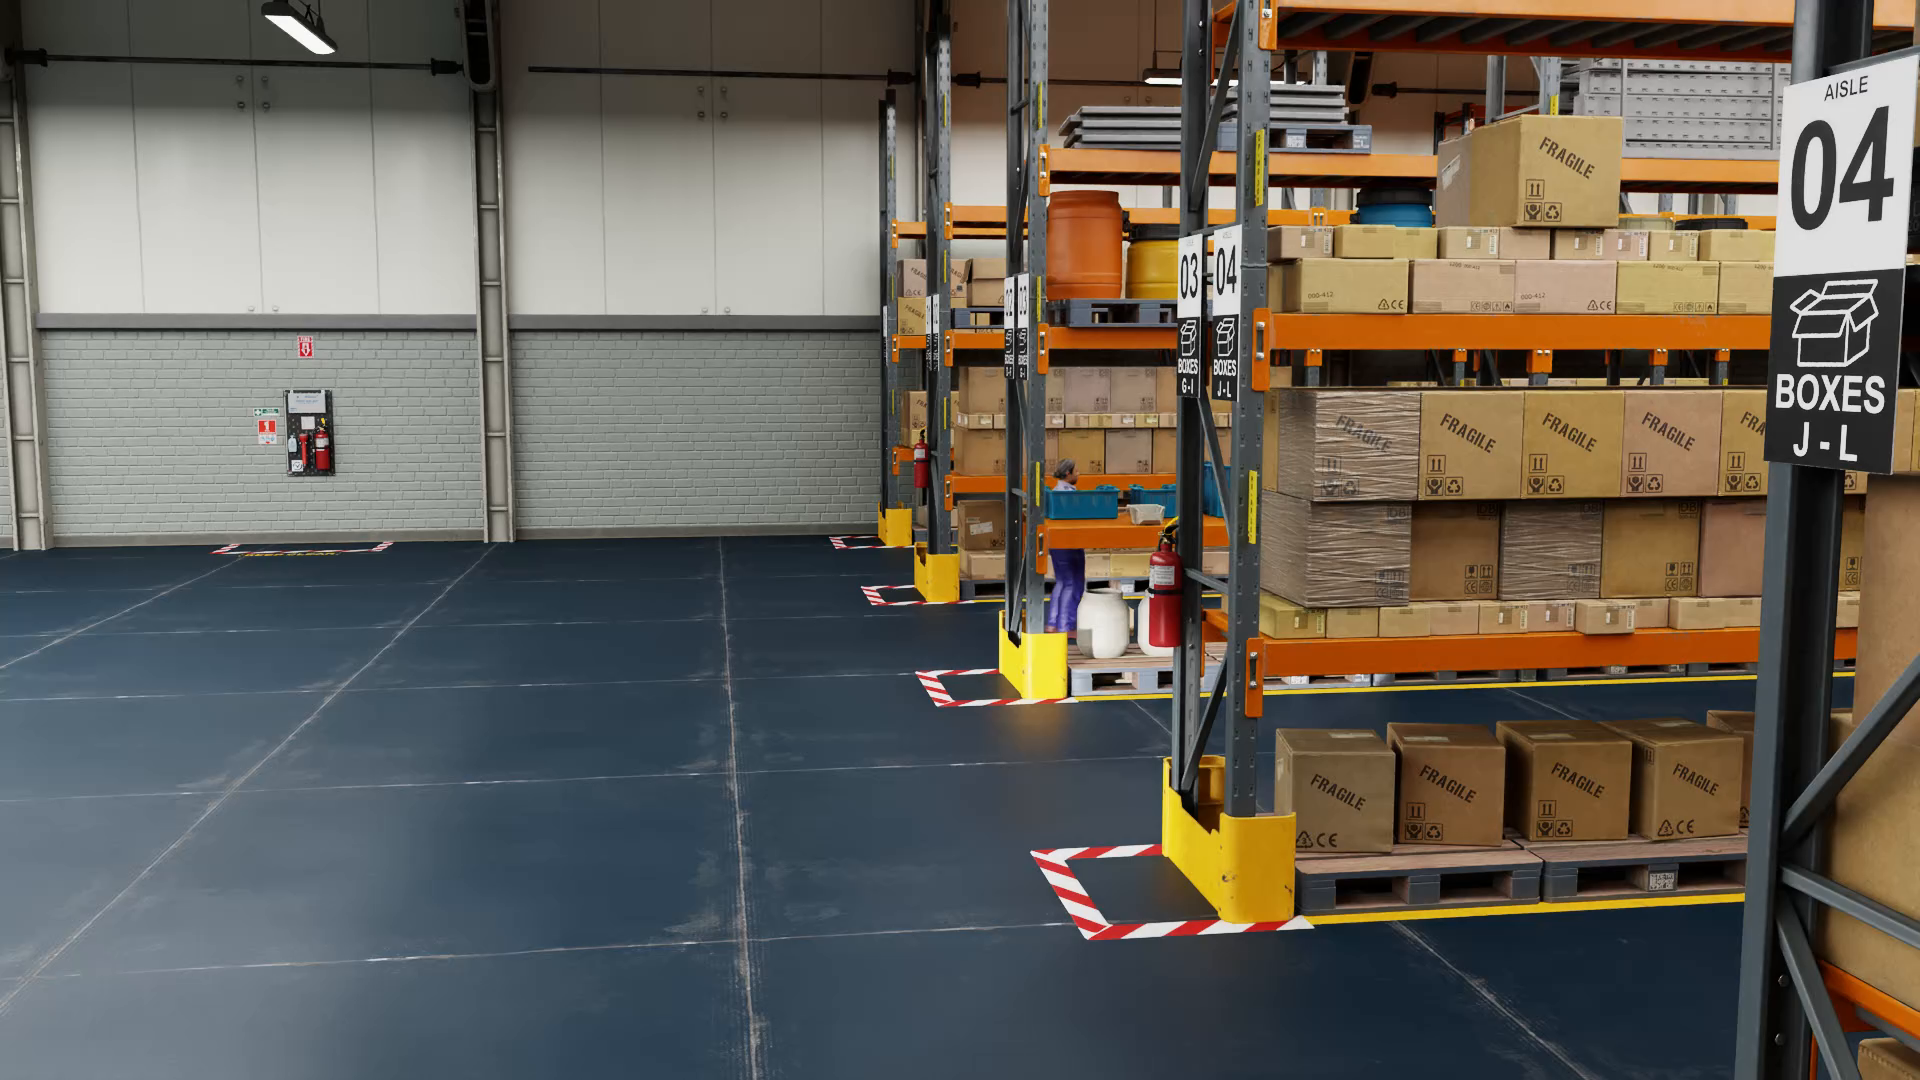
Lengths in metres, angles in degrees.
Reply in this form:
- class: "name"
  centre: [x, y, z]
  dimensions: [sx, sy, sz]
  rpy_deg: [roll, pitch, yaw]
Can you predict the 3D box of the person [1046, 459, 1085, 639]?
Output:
- class: "person"
  centre: [0.993, 0.083, 15.307]
  dimensions: [0.353, 1.667, 0.466]
  rpy_deg: [-1, 7, -7]
